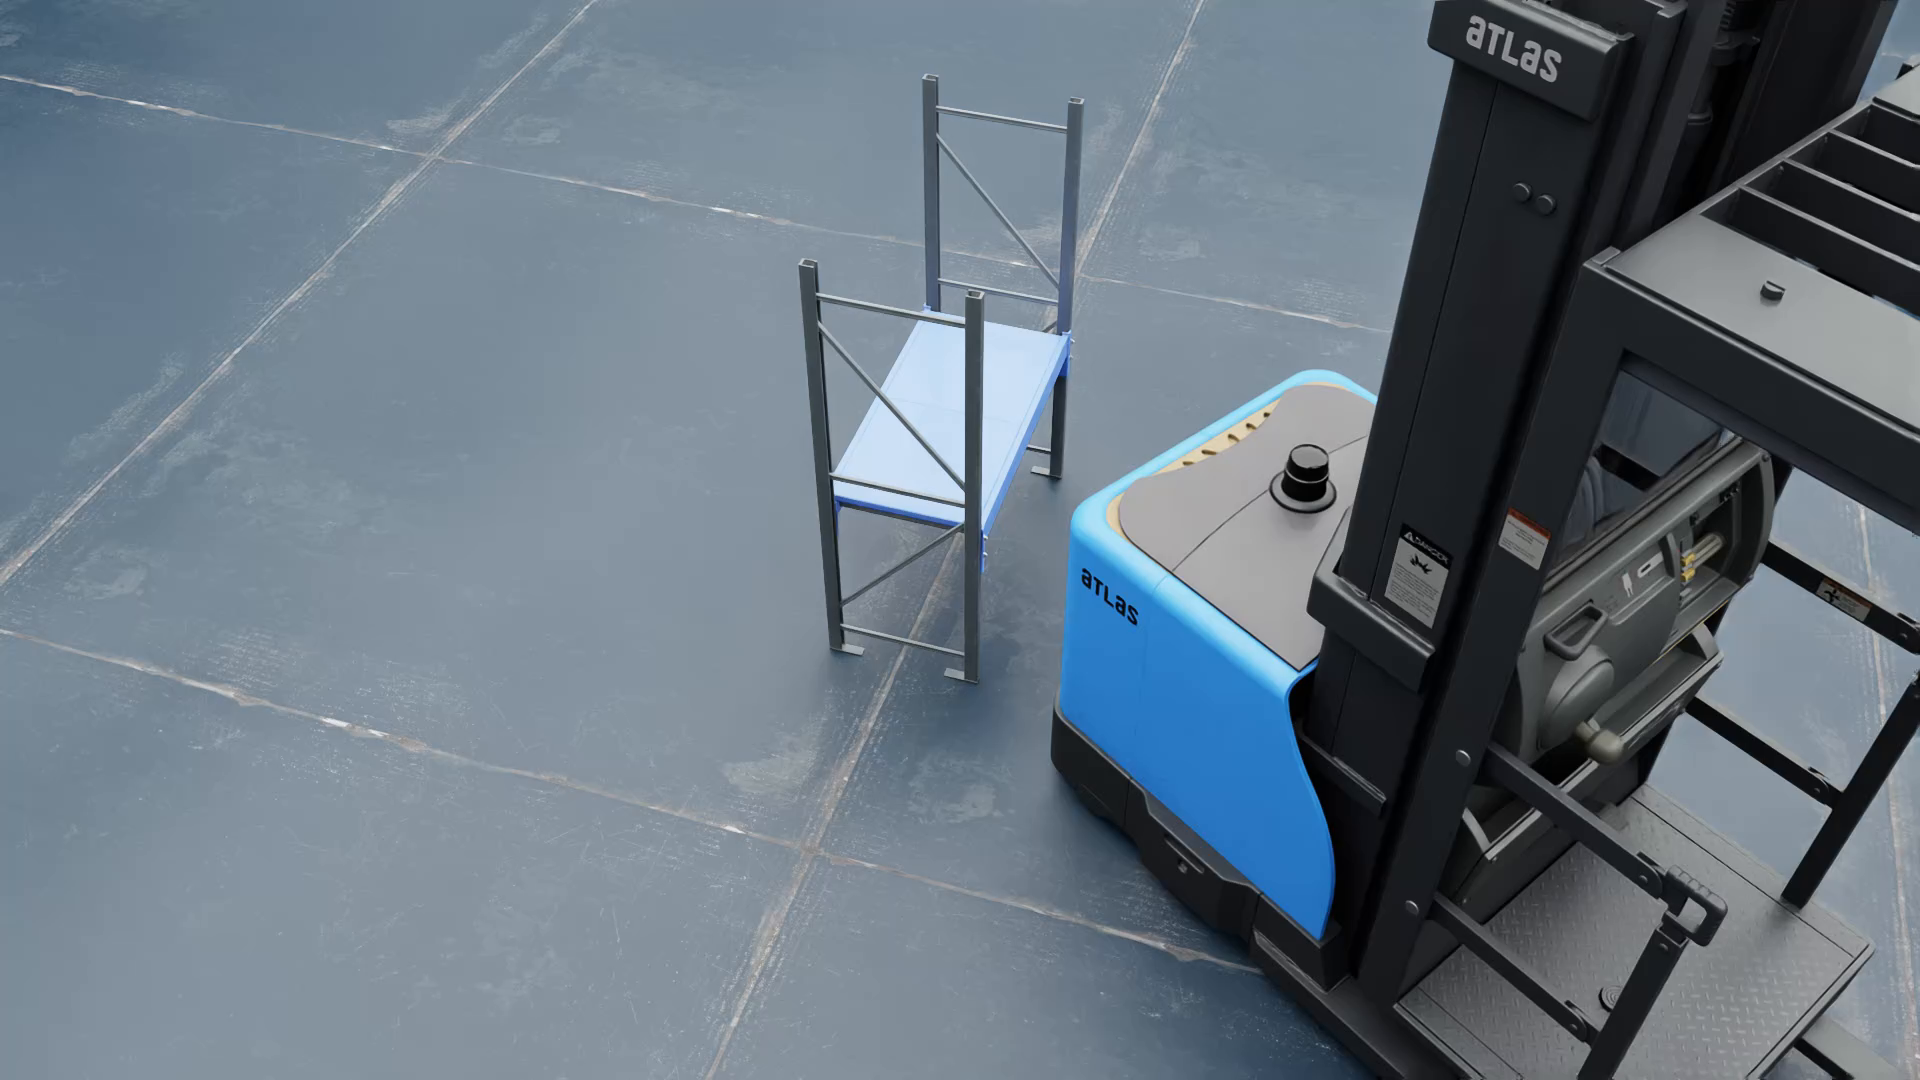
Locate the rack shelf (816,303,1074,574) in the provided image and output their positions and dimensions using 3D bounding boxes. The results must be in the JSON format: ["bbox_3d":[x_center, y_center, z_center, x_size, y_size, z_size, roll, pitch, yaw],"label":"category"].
[{"bbox_3d":[-0.026,-0.351,5.293,0.538,0.185,1.000,13,46,12],"label":"rack shelf"}]

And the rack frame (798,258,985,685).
[{"bbox_3d":[-0.180,-0.140,4.821,0.500,1.500,0.032,13,46,12],"label":"rack frame"}]

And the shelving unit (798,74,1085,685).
[{"bbox_3d":[-0.026,-0.479,5.167,0.538,1.500,1.048,13,46,12],"label":"shelving unit"}]

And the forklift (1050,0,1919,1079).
[{"bbox_3d":[1.601,0.216,3.434,1.130,2.935,3.031,-30,52,-27],"label":"forklift"}]

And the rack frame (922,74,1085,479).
[{"bbox_3d":[0.128,-0.818,5.514,0.500,1.500,0.032,13,46,12],"label":"rack frame"}]
